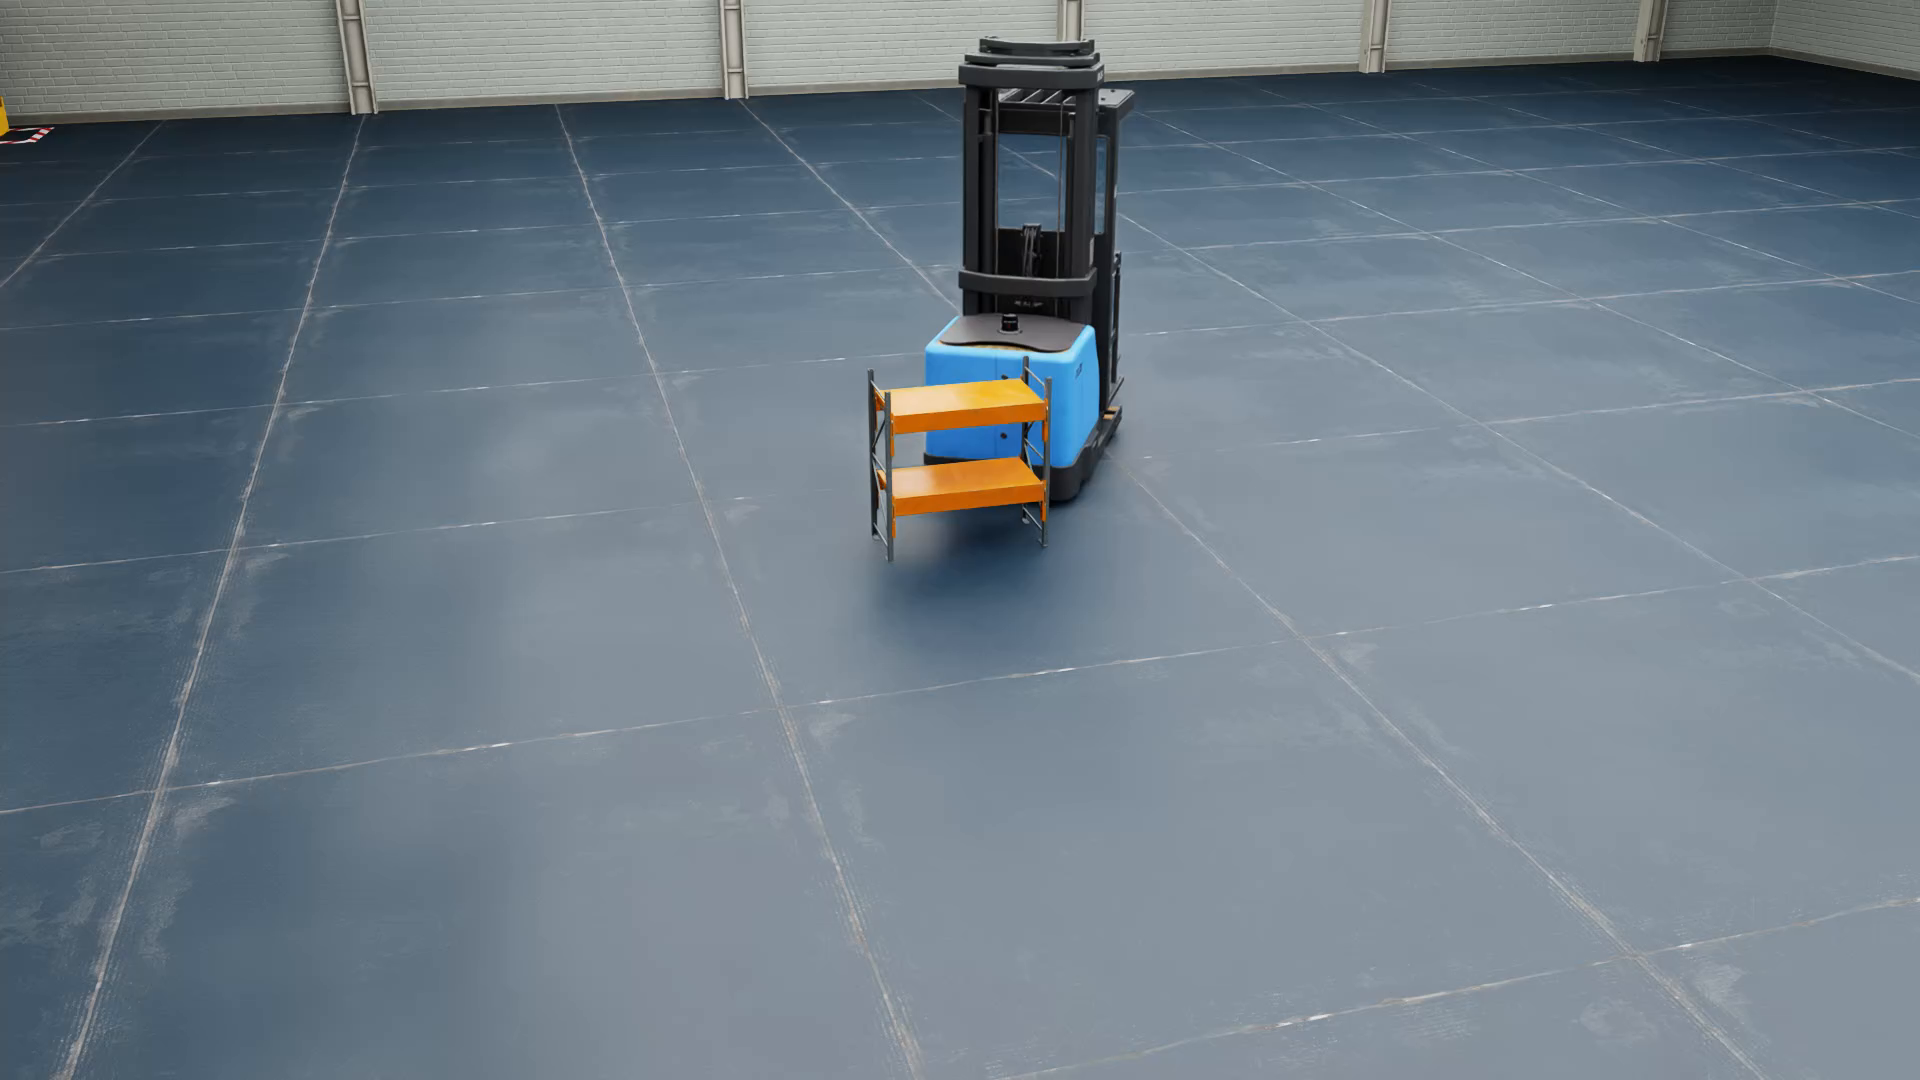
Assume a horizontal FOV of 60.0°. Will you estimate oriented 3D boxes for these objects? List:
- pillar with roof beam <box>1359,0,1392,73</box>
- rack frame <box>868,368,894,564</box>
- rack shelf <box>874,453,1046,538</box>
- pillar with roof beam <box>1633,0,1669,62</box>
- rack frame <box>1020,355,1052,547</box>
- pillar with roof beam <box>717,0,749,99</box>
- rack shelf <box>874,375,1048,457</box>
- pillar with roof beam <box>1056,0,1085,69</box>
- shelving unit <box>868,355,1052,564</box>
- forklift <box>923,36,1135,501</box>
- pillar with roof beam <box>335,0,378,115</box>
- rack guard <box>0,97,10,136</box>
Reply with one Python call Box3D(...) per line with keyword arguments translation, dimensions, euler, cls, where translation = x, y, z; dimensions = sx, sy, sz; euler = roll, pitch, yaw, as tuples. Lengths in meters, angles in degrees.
Box3D(translation=(8.899, -11.312, 25.700), dimensions=(0.400, 9.000, 9.100), euler=(-6, 24, -14), cls="pillar with roof beam")
Box3D(translation=(-0.496, -0.462, 10.400), dimensions=(0.032, 1.125, 0.500), euler=(-6, 24, -14), cls="rack frame")
Box3D(translation=(-0.007, -0.292, 10.623), dimensions=(1.000, 0.278, 0.538), euler=(-6, 24, -14), cls="rack shelf")
Box3D(translation=(14.676, -11.951, 27.190), dimensions=(0.400, 9.000, 9.100), euler=(-6, 24, -14), cls="pillar with roof beam")
Box3D(translation=(0.483, -0.570, 10.653), dimensions=(0.032, 1.125, 0.500), euler=(-6, 24, -14), cls="rack frame")
Box3D(translation=(-2.655, -10.034, 22.722), dimensions=(0.400, 9.000, 9.100), euler=(-6, 24, -14), cls="pillar with roof beam")
Box3D(translation=(-0.007, -0.785, 10.411), dimensions=(1.000, 0.278, 0.538), euler=(-6, 24, -14), cls="rack shelf")
Box3D(translation=(3.122, -10.673, 24.211), dimensions=(0.400, 9.000, 9.100), euler=(-6, 24, -14), cls="pillar with roof beam")
Box3D(translation=(-0.007, -0.516, 10.527), dimensions=(1.048, 1.125, 0.538), euler=(-6, 24, -14), cls="shelving unit")
Box3D(translation=(0.621, -2.164, 12.077), dimensions=(1.130, 2.935, 3.031), euler=(6, 24, 14), cls="forklift")
Box3D(translation=(-8.432, -9.394, 21.232), dimensions=(0.400, 9.000, 9.100), euler=(-6, 24, -14), cls="pillar with roof beam")
Box3D(translation=(-14.435, -6.219, 24.609), dimensions=(0.348, 0.500, 1.175), euler=(-6, 24, -14), cls="rack guard")
